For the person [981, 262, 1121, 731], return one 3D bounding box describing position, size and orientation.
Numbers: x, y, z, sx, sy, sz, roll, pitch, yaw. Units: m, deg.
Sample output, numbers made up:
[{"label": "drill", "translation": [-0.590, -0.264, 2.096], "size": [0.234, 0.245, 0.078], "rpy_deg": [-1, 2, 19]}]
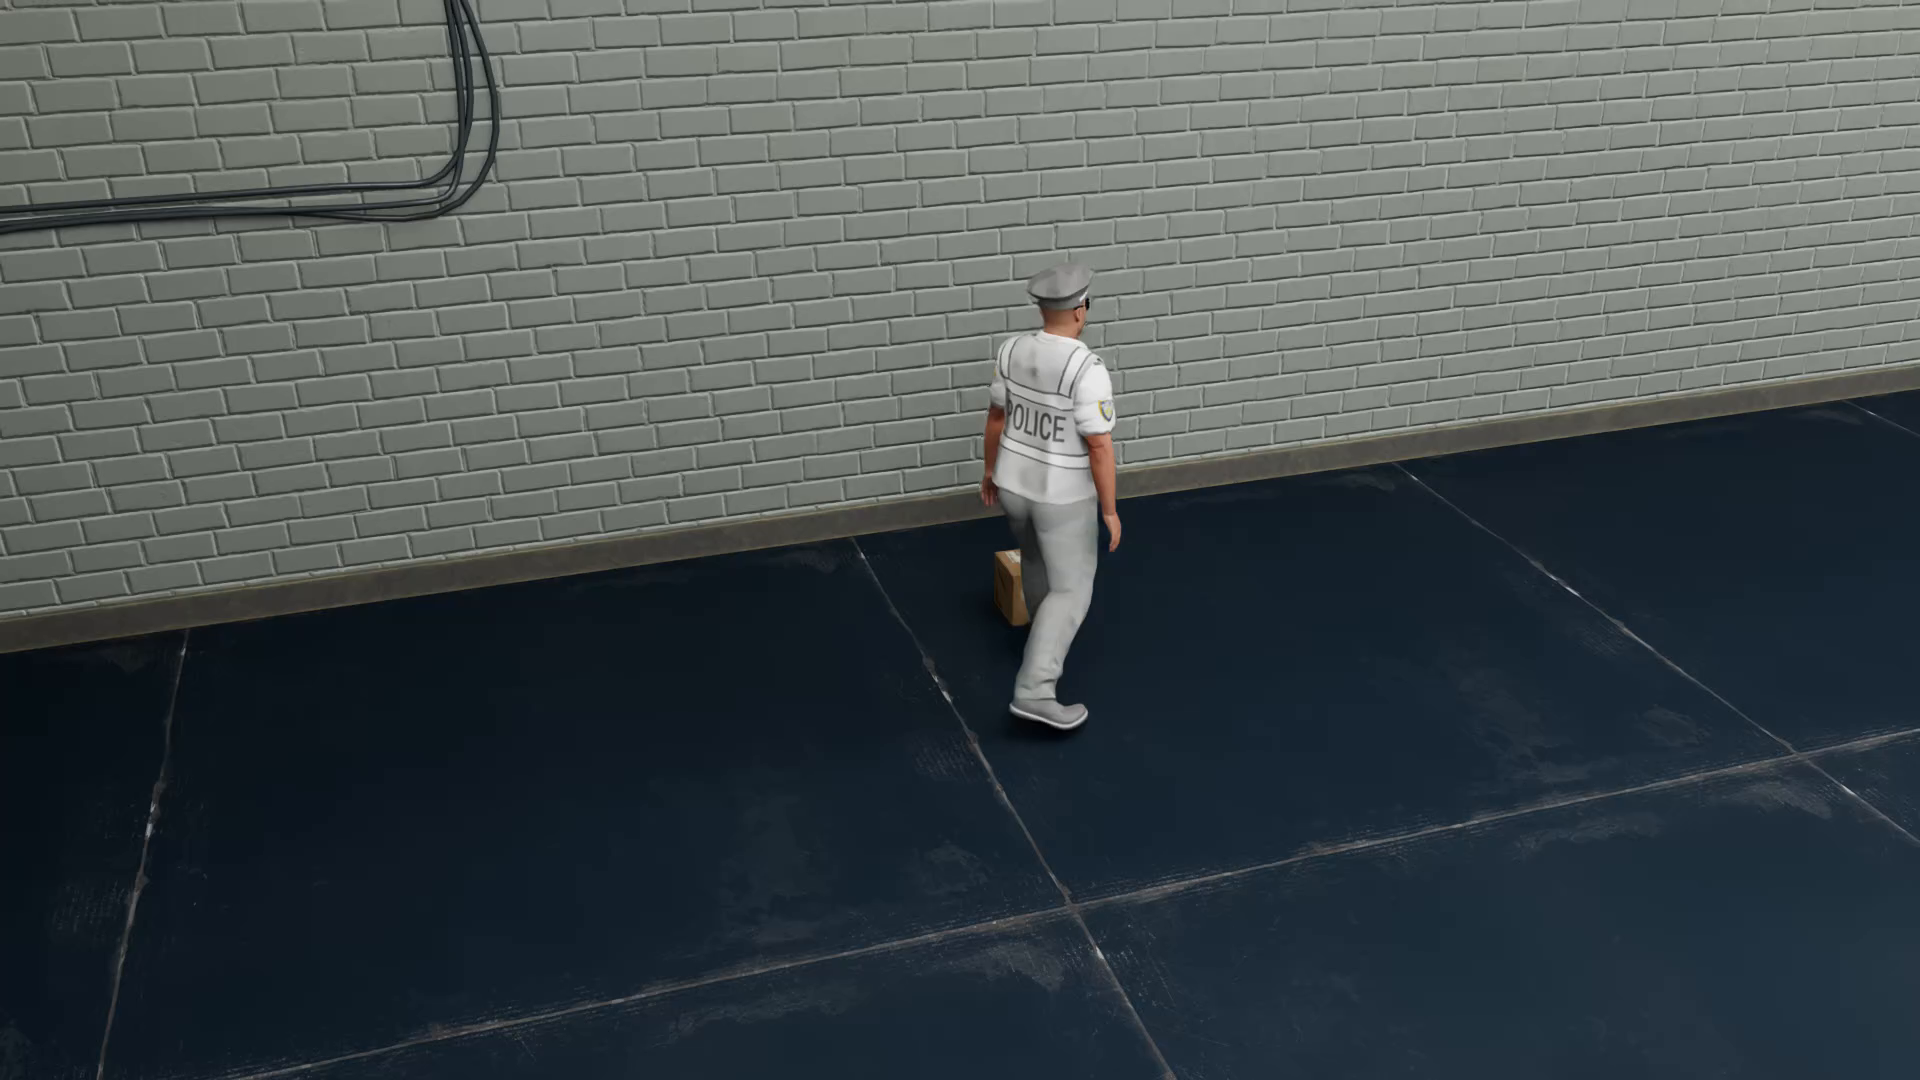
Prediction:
[{"label": "person", "translation": [0.365, -0.209, 6.519], "size": [0.713, 1.729, 0.902], "rpy_deg": [20, 33, 35]}]
